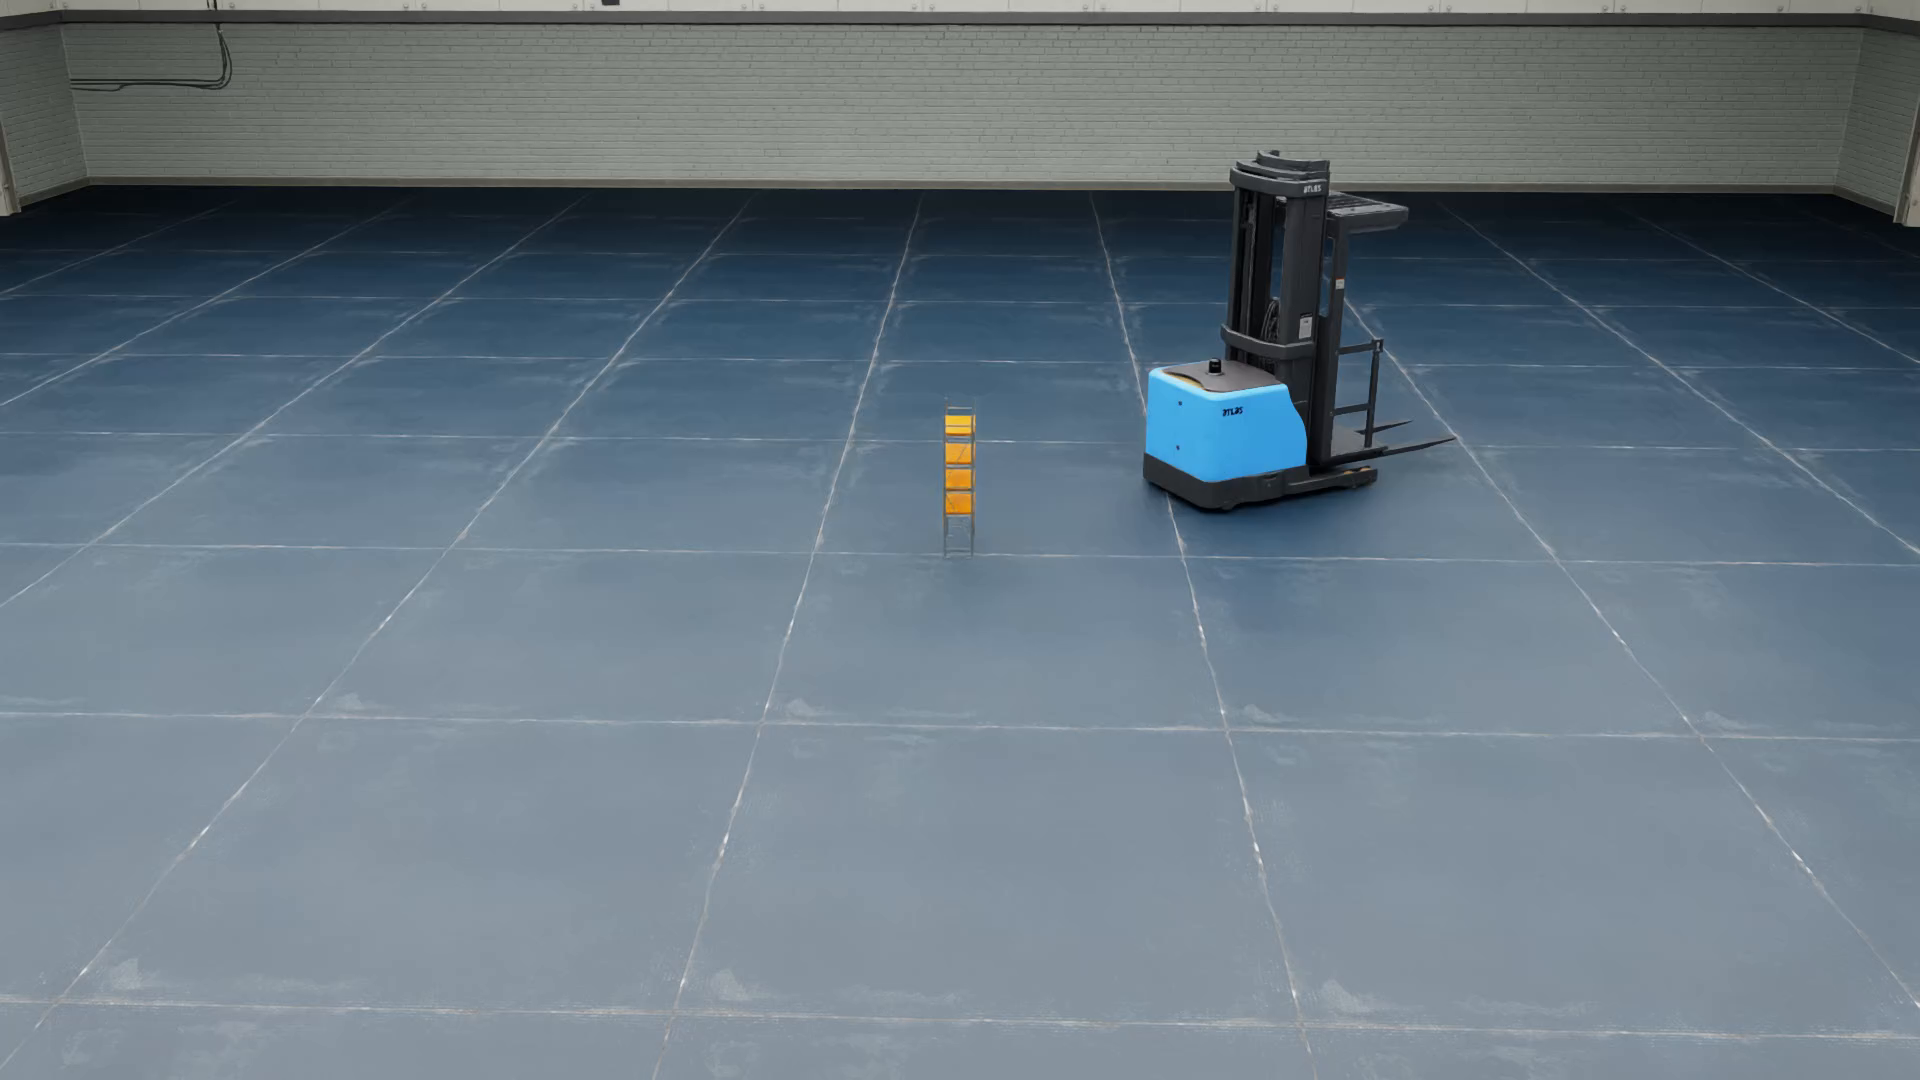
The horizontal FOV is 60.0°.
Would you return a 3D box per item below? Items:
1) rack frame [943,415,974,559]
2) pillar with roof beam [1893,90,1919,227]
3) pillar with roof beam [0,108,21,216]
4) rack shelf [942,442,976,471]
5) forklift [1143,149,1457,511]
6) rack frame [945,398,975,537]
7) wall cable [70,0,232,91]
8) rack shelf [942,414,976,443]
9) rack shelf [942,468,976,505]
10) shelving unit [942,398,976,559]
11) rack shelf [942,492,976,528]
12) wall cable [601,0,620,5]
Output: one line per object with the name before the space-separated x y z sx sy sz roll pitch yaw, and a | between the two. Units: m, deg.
rack frame | -0.012 -0.411 13.224 0.240 1.200 0.015 1 21 2
pillar with roof beam | 11.138 -9.385 25.570 9.100 9.000 0.400 1 21 2
pillar with roof beam | -11.741 -9.637 26.219 9.100 9.000 0.400 1 21 2
rack shelf | -0.005 -0.645 13.394 0.258 0.148 0.480 1 21 2
forklift | 3.209 -1.981 14.876 3.031 2.935 1.130 -11 24 -26
rack frame | 0.002 -0.588 13.678 0.240 1.200 0.015 1 21 2
wall cable | -14.633 -9.287 29.611 3.097 2.526 0.112 1 21 2
rack shelf | -0.005 -0.866 13.309 0.258 0.148 0.480 1 21 2
rack shelf | -0.005 -0.437 13.475 0.258 0.148 0.480 1 21 2
shelving unit | -0.005 -0.500 13.451 0.258 1.200 0.503 1 21 2
rack shelf | -0.005 -0.252 13.547 0.258 0.148 0.480 1 21 2
wall cable | -5.145 -12.210 28.150 2.305 6.003 0.169 1 21 2
